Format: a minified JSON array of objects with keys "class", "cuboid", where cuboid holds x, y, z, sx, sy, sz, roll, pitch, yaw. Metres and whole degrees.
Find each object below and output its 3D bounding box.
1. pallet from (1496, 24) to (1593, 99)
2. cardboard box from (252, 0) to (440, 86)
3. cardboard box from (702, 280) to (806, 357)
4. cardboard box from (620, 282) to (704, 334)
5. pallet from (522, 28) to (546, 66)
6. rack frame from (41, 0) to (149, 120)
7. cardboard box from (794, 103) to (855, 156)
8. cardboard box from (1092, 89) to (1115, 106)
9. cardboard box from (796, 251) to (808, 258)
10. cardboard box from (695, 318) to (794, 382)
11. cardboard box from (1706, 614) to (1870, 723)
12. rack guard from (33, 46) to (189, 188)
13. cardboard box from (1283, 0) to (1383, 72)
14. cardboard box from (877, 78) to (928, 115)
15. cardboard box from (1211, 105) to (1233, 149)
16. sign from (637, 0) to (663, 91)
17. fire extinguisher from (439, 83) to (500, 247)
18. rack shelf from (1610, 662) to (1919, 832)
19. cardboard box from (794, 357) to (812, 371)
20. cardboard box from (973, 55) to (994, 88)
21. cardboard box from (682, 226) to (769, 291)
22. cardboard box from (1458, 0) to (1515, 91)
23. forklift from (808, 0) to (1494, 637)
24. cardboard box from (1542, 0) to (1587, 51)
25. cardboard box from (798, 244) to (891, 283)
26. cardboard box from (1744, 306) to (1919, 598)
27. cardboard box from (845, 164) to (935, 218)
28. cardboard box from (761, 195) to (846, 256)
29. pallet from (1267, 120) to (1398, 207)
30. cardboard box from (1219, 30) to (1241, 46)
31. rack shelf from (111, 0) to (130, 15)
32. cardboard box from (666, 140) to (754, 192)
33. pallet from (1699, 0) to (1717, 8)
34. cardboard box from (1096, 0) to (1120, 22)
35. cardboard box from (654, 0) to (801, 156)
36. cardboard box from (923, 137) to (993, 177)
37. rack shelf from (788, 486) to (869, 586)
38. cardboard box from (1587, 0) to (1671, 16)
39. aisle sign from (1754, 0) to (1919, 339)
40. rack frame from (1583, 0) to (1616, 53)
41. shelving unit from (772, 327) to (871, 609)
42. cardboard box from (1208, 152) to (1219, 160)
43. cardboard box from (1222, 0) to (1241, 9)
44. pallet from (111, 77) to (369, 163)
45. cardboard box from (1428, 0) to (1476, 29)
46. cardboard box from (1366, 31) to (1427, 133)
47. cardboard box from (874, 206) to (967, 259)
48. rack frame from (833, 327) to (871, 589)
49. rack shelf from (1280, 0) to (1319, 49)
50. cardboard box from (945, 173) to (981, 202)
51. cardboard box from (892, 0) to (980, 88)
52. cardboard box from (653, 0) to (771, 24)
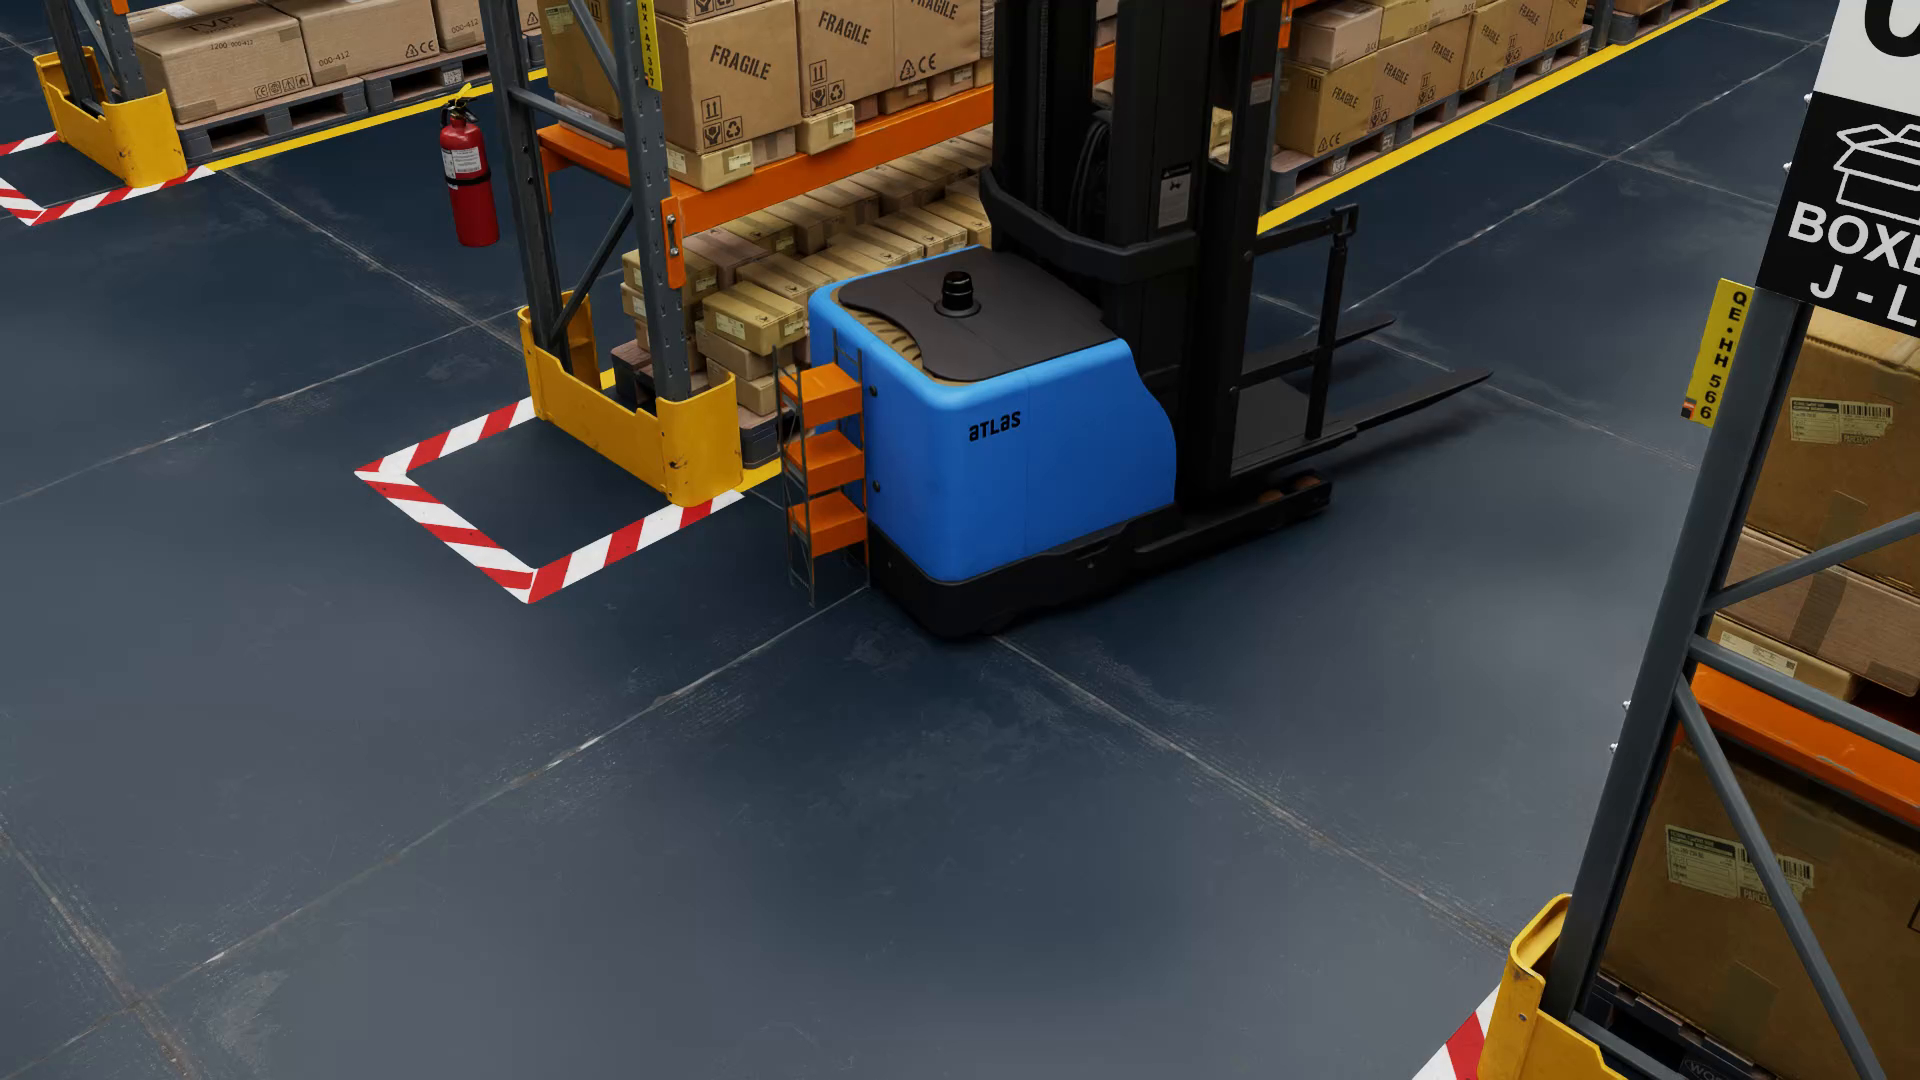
[{"class":"pallet","cuboid":[3.597,-3.411,11.457,1.003,0.211,1.213,30,45,35]},{"class":"cardboard box","cuboid":[-4.039,-3.382,10.850,0.875,0.438,0.875,-29,44,-34]},{"class":"cardboard box","cuboid":[-0.878,-0.947,7.090,0.380,0.149,0.250,27,43,33]},{"class":"cardboard box","cuboid":[-1.319,-1.078,7.539,0.380,0.149,0.250,28,44,34]},{"class":"pallet","cuboid":[-2.845,-3.781,11.987,1.003,0.211,1.213,30,45,35]},{"class":"rack frame","cuboid":[-5.072,-3.578,9.258,1.000,3.000,0.127,30,45,35]},{"class":"cardboard box","cuboid":[-0.650,-1.728,6.825,0.380,0.149,0.250,28,44,34]},{"class":"cardboard box","cuboid":[0.704,-2.350,9.103,0.250,0.149,0.380,-28,43,-34]},{"class":"cardboard box","cuboid":[-0.692,-1.357,7.939,0.380,0.149,0.250,29,44,35]},{"class":"cardboard box","cuboid":[-0.937,-0.858,7.223,0.250,0.149,0.380,-28,44,-34]},{"class":"cardboard box","cuboid":[1.978,0.242,4.001,0.250,0.149,0.380,-29,44,-35]},{"class":"rack guard","cuboid":[-5.089,-2.543,9.959,1.175,0.500,0.348,30,45,35]},{"class":"cardboard box","cuboid":[2.038,-2.896,9.442,0.500,0.250,0.500,27,43,33]},{"class":"cardboard box","cuboid":[-0.356,-1.989,7.199,0.380,0.149,0.250,29,44,35]},{"class":"cardboard box","cuboid":[1.264,-2.245,8.952,0.250,0.149,0.380,-29,44,-34]},{"class":"sign","cuboid":[-1.103,-1.760,5.895,0.100,0.325,0.005,30,45,35]},{"class":"fire extinguisher","cuboid":[-1.993,-1.523,6.705,0.296,0.674,0.183,30,45,35]},{"class":"rack shelf","cuboid":[3.369,-0.101,4.901,1.077,0.370,4.000,30,45,35]},{"class":"cardboard box","cuboid":[-0.766,-0.850,7.471,0.380,0.149,0.250,29,44,35]},{"class":"cardboard box","cuboid":[0.036,-2.174,7.465,0.250,0.149,0.380,-28,44,-34]},{"class":"cardboard box","cuboid":[-1.077,-1.267,7.549,0.250,0.149,0.380,-29,44,-35]},{"class":"cardboard box","cuboid":[3.141,-3.215,10.556,0.500,0.500,0.500,27,43,33]},{"class":"forklift","cuboid":[0.936,-1.478,6.307,3.031,2.935,1.130,-20,39,-26]},{"class":"cardboard box","cuboid":[3.870,-3.646,11.174,0.500,0.500,0.500,29,44,35]},{"class":"cardboard box","cuboid":[-0.501,-1.158,7.393,0.380,0.149,0.250,29,44,35]},{"class":"cardboard box","cuboid":[2.117,-0.256,3.710,0.500,0.500,0.500,-29,44,-35]},{"class":"cardboard box","cuboid":[-0.343,-1.696,8.165,0.380,0.149,0.250,28,44,34]},{"class":"cardboard box","cuboid":[-0.758,-1.503,7.887,0.380,0.149,0.250,28,43,34]},{"class":"pallet","cuboid":[1.877,-2.421,10.036,1.003,0.211,1.213,30,45,35]},{"class":"cardboard box","cuboid":[1.675,-3.107,9.745,0.500,0.250,0.500,28,44,34]},{"class":"rack shelf","cuboid":[-3.663,-4.095,10.628,1.077,0.370,4.000,30,45,35]},{"class":"cardboard box","cuboid":[-1.027,-1.520,6.527,0.380,0.149,0.250,29,44,35]},{"class":"pallet","cuboid":[5.617,-4.510,13.033,1.003,0.211,1.213,30,45,35]},{"class":"cardboard box","cuboid":[0.472,-2.689,7.636,0.500,0.500,0.500,29,44,35]},{"class":"cardboard box","cuboid":[-0.976,-1.858,6.444,0.500,0.500,0.500,-28,43,-34]},{"class":"cardboard box","cuboid":[0.023,-1.899,8.455,0.380,0.149,0.250,28,43,34]},{"class":"rack shelf","cuboid":[-0.508,-0.016,6.359,0.240,0.259,0.215,-20,39,-26]},{"class":"cardboard box","cuboid":[4.641,-4.332,11.939,1.050,0.750,0.750,29,44,35]},{"class":"aisle sign","cuboid":[1.697,-0.742,2.919,0.394,0.787,0.004,30,45,35]},{"class":"rack frame","cuboid":[4.148,-4.871,11.113,1.000,3.000,0.127,30,45,35]},{"class":"shelving unit","cuboid":[-0.508,-0.253,6.194,0.252,1.050,0.215,-20,39,-26]},{"class":"cardboard box","cuboid":[1.152,-2.002,8.863,0.380,0.149,0.250,27,43,33]},{"class":"cardboard box","cuboid":[1.191,-2.786,8.342,0.380,0.149,0.250,28,44,34]},{"class":"pallet","cuboid":[-4.564,-2.790,10.566,1.003,0.211,1.213,30,45,35]},{"class":"cardboard box","cuboid":[2.774,-3.318,10.048,0.500,0.250,0.500,-28,44,-34]},{"class":"cardboard box","cuboid":[2.410,-2.803,9.965,0.500,0.500,0.500,-28,43,-34]},{"class":"cardboard box","cuboid":[-0.183,-1.400,7.741,0.250,0.149,0.380,-28,44,-34]},{"class":"rack frame","cuboid":[-0.405,-0.290,6.248,0.008,1.050,0.200,-20,39,-26]},{"class":"rack shelf","cuboid":[2.739,-3.765,10.155,1.077,0.370,4.000,30,45,35]},{"class":"cardboard box","cuboid":[0.144,-1.629,8.069,0.380,0.149,0.250,30,45,35]},{"class":"cardboard box","cuboid":[-0.263,-2.279,7.048,0.500,0.500,0.500,-29,44,-35]},{"class":"cardboard box","cuboid":[-0.984,-2.272,6.165,0.500,0.500,0.500,29,44,35]}]
